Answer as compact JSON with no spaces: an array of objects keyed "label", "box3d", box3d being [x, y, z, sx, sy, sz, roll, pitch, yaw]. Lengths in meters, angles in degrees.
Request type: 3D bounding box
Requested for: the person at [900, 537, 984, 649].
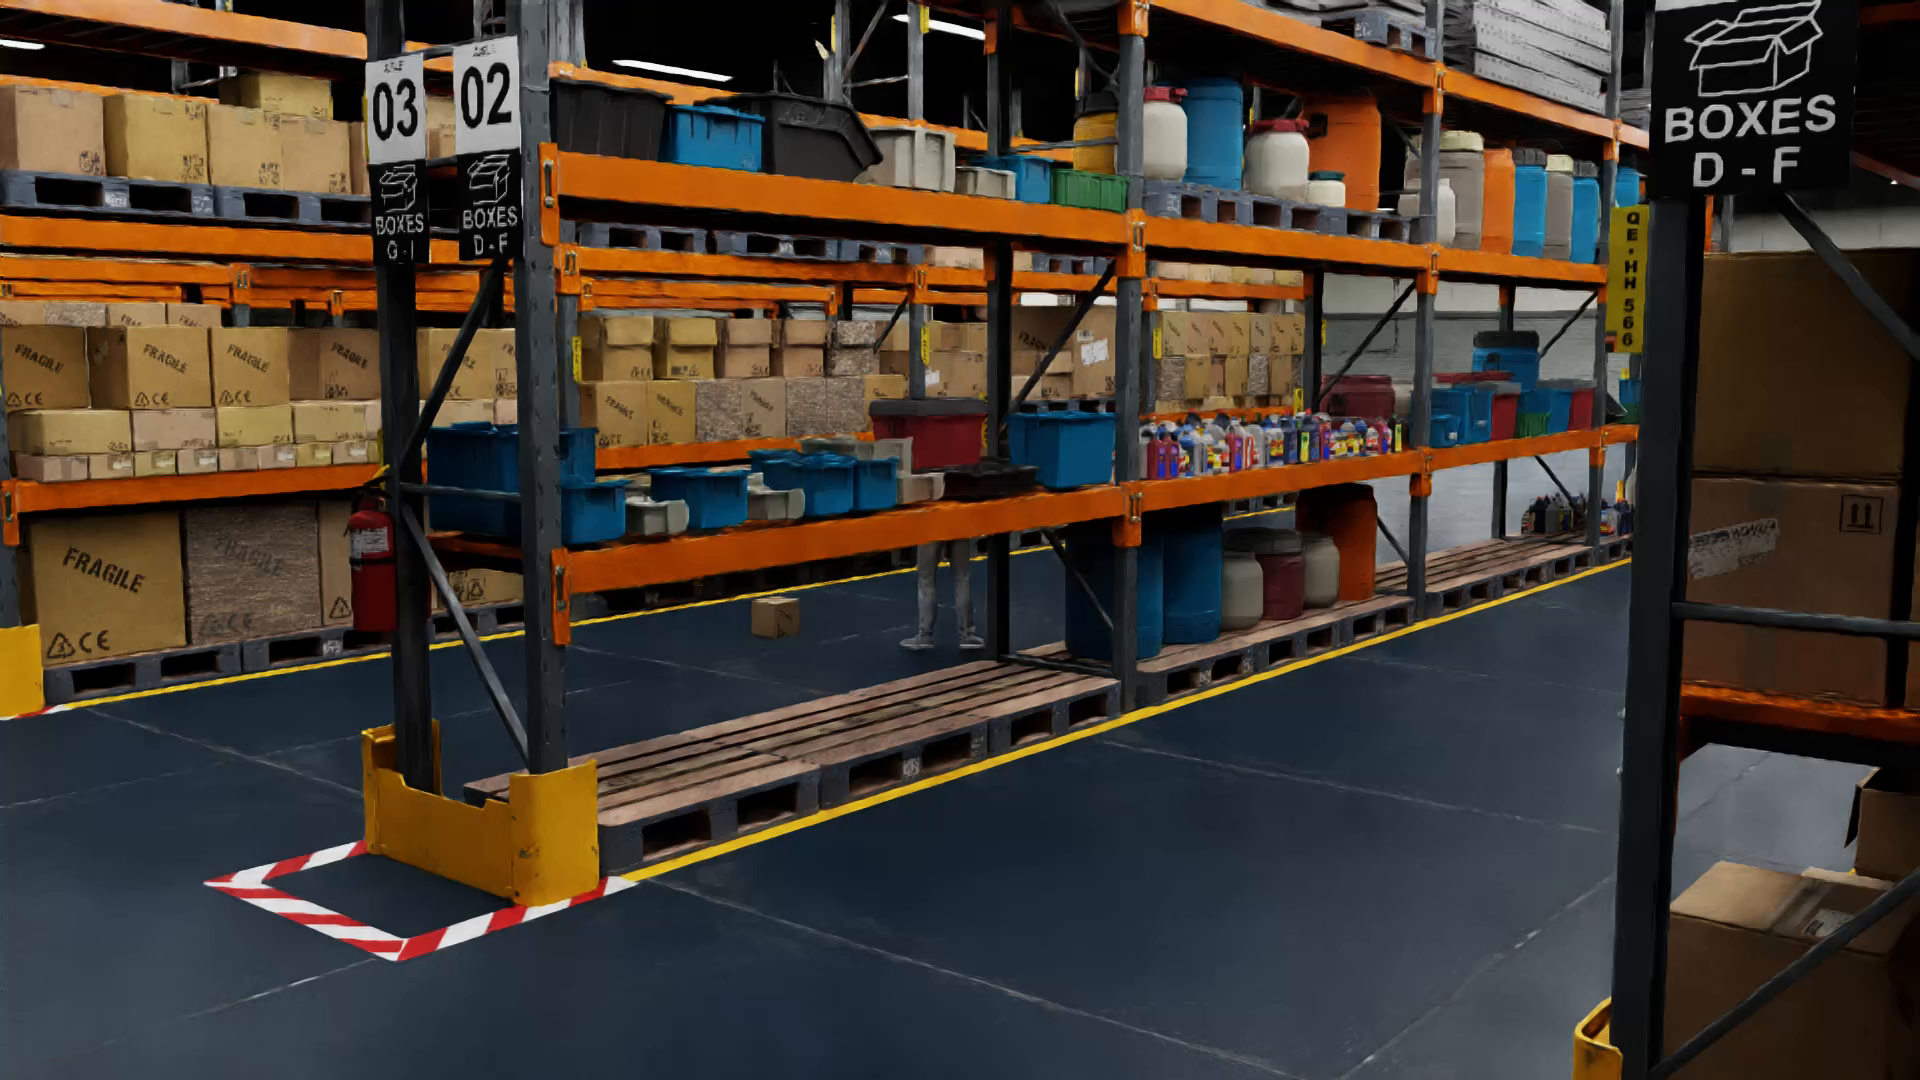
[{"label":"person","box3d":[-0.110,-0.094,11.252,0.589,1.682,0.369,-3,8,-26]}]
